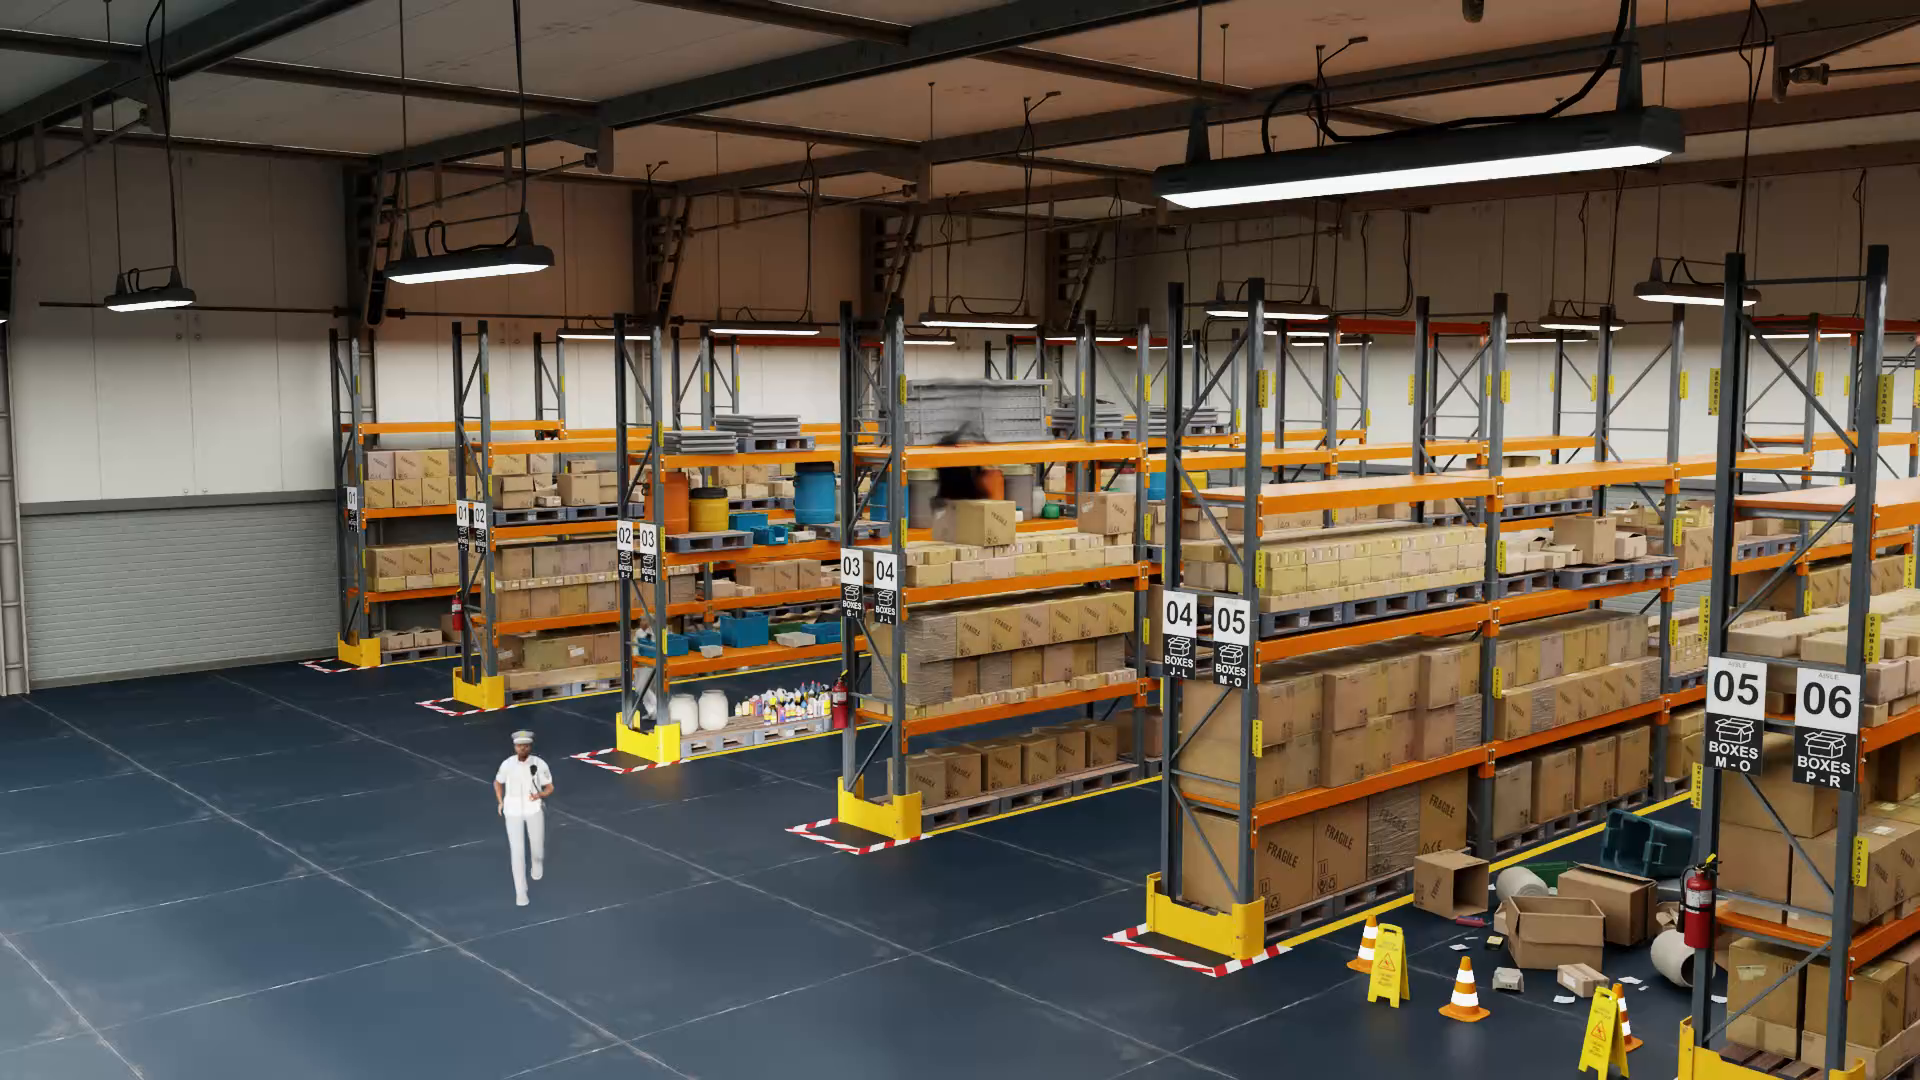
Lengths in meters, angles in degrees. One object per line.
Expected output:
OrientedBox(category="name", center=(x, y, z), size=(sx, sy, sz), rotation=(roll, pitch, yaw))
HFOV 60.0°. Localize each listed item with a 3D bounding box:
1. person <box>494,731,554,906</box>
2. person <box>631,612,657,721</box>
OrientedBox(category="person", center=(-4.319, 2.701, 16.479), size=(0.588, 1.669, 0.822), rotation=(-1, 6, -12))
OrientedBox(category="person", center=(-4.714, 1.898, 24.812), size=(0.591, 1.638, 0.576), rotation=(4, 7, 37))
